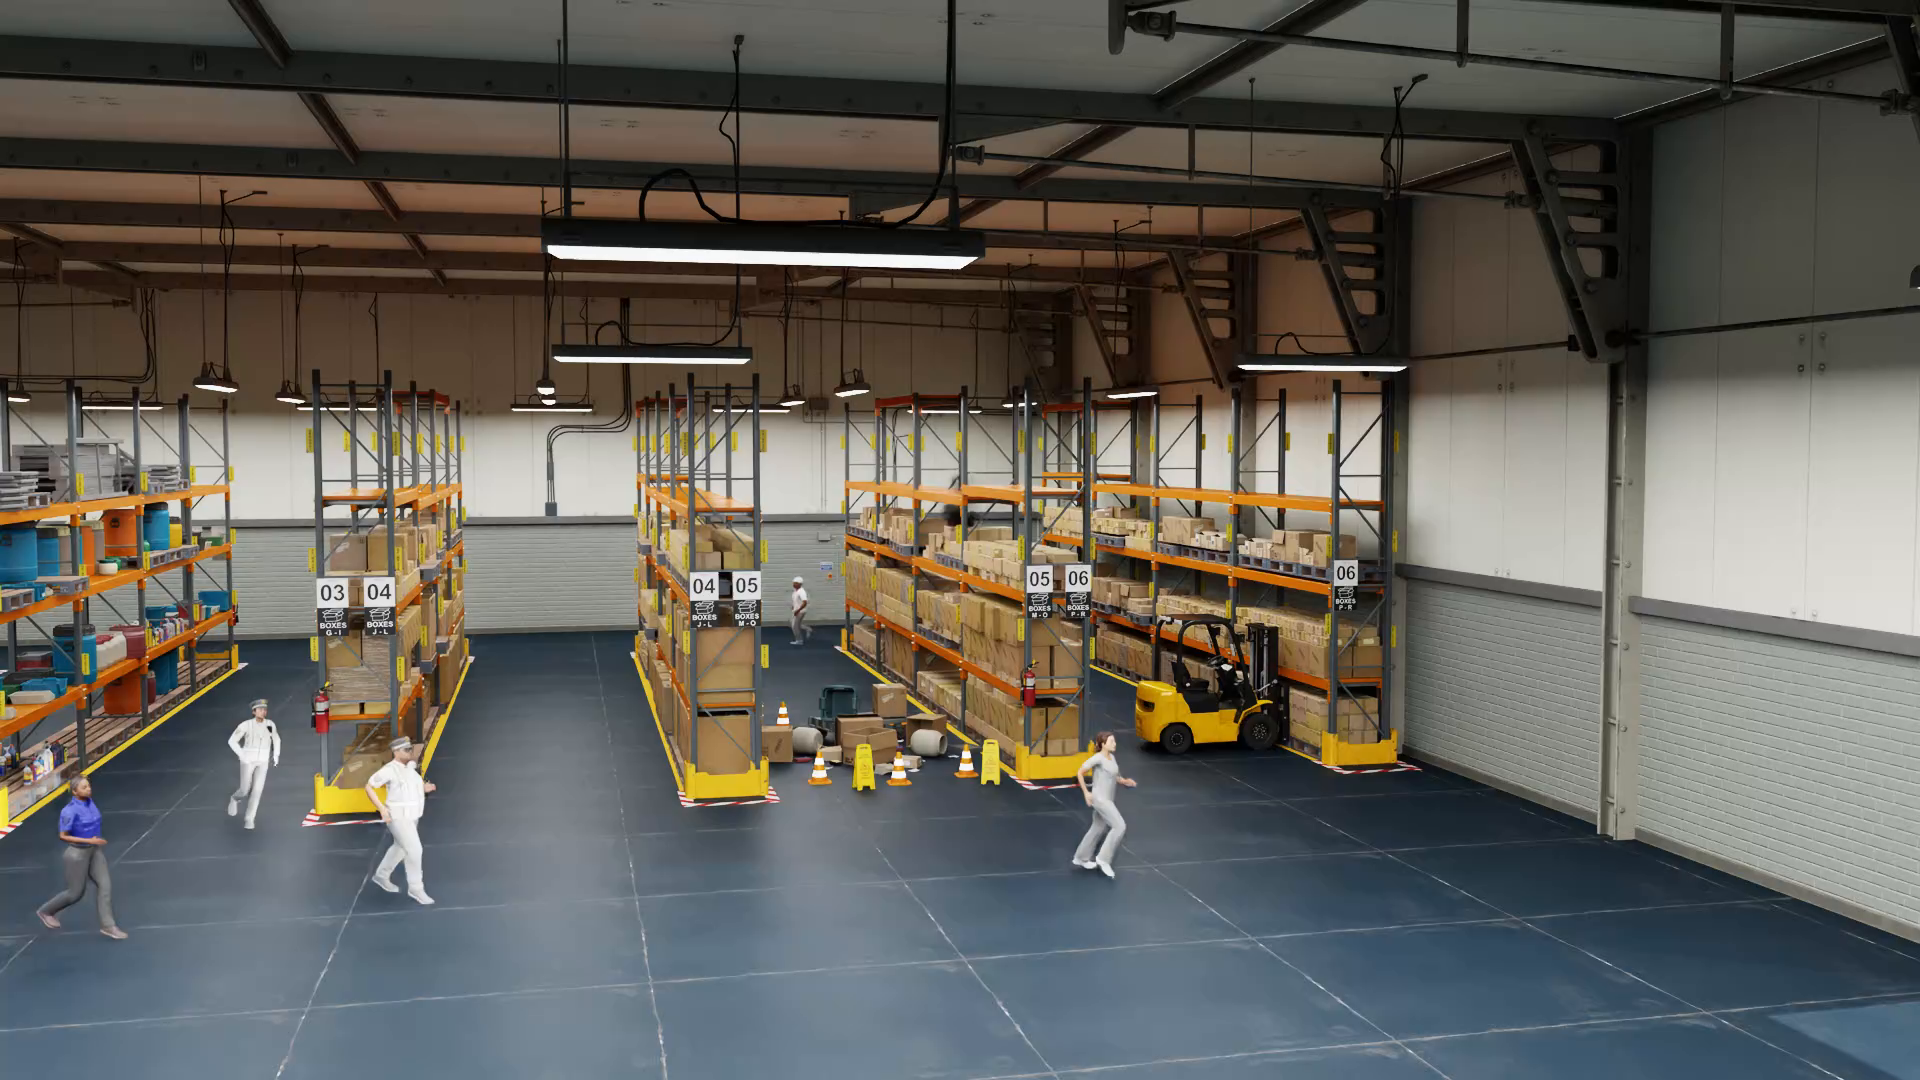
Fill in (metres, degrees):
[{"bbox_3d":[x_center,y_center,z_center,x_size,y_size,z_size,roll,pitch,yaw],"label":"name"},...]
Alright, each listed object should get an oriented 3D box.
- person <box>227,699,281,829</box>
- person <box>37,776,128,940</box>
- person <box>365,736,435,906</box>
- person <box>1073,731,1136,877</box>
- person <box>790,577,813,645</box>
[{"bbox_3d":[-9.264,2.914,21.918,0.674,1.640,0.783,-3,4,-39],"label":"person"},{"bbox_3d":[-8.874,3.215,16.802,0.930,1.654,0.592,1,3,9],"label":"person"},{"bbox_3d":[-6.117,3.058,18.228,0.837,1.839,0.640,1,3,11],"label":"person"},{"bbox_3d":[1.668,3.054,19.290,0.787,1.687,0.527,2,4,25],"label":"person"},{"bbox_3d":[-3.917,1.769,41.402,0.588,1.715,0.719,-1,4,-23],"label":"person"}]
